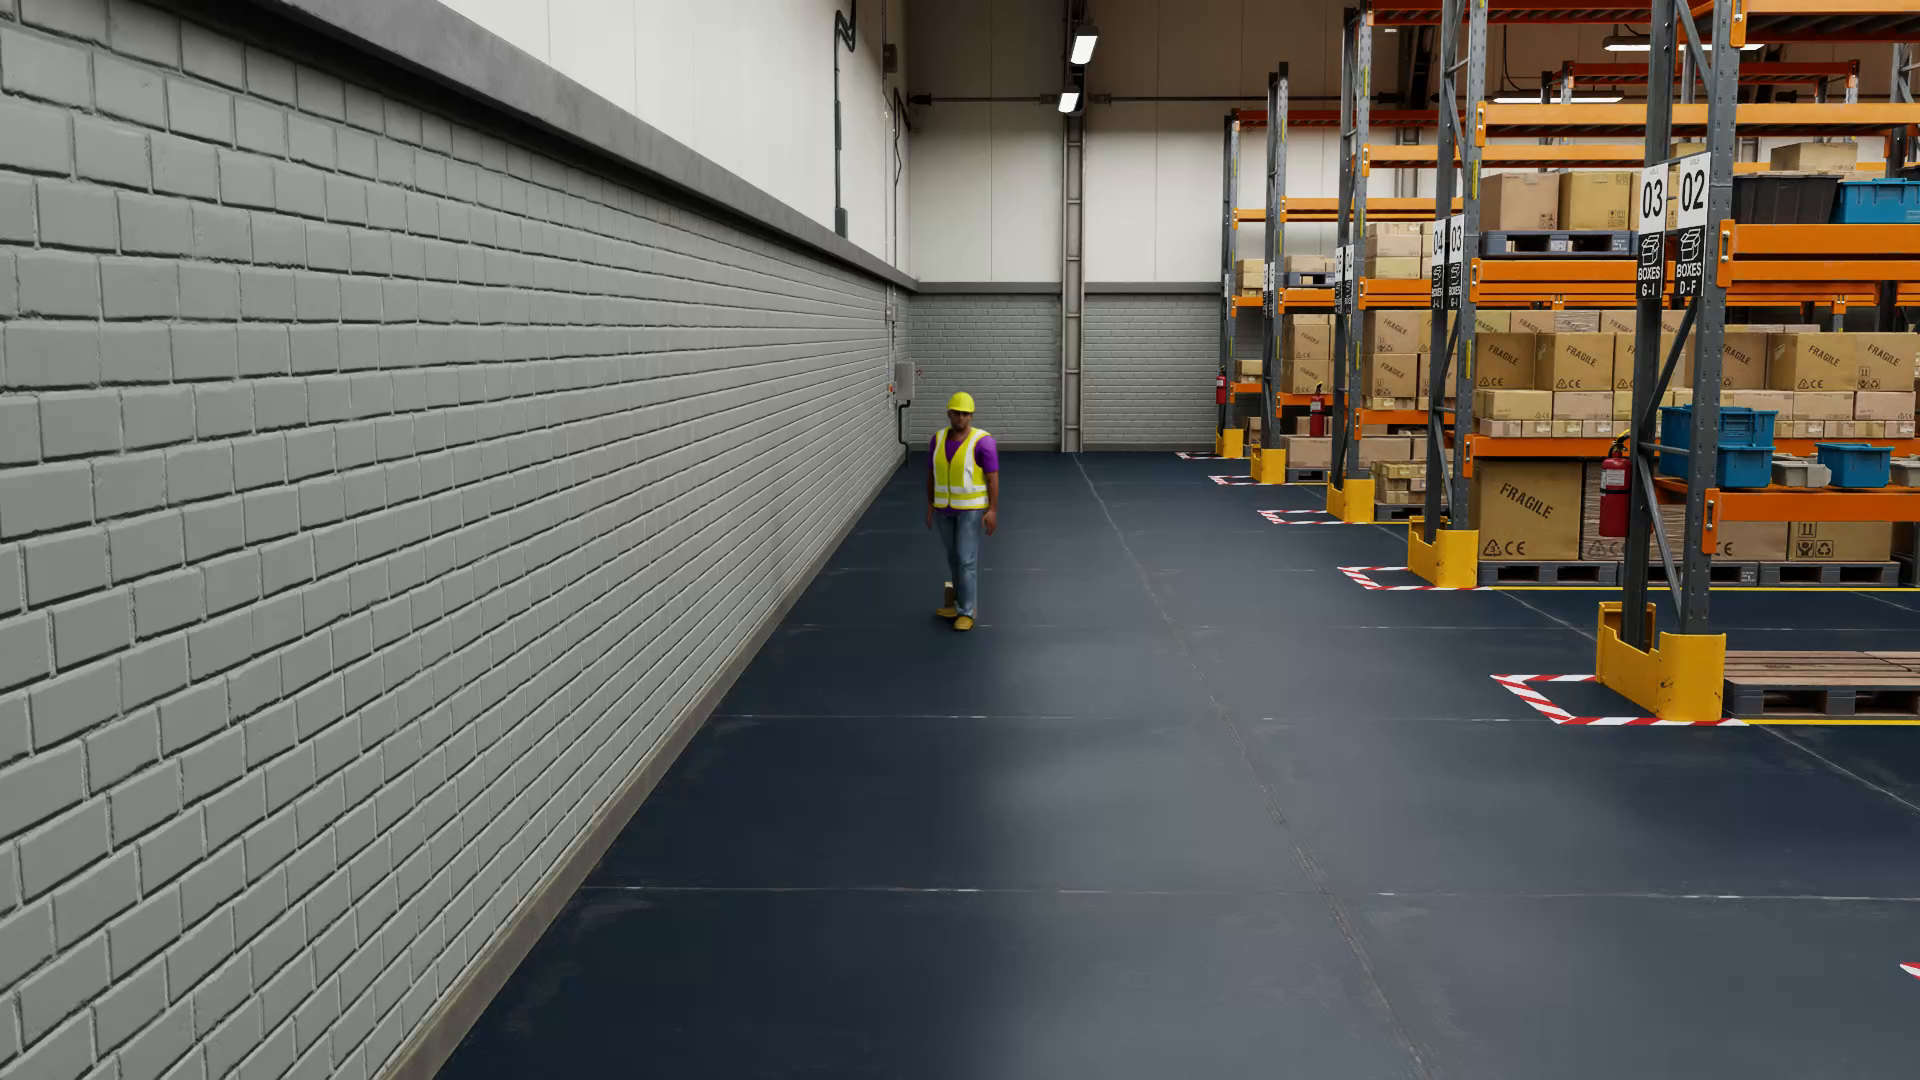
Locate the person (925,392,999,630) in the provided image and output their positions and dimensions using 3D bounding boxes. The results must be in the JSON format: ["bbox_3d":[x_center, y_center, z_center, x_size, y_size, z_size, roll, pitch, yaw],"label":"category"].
[{"bbox_3d":[0.005,-0.230,12.496,0.588,1.766,0.571,5,9,33],"label":"person"}]
